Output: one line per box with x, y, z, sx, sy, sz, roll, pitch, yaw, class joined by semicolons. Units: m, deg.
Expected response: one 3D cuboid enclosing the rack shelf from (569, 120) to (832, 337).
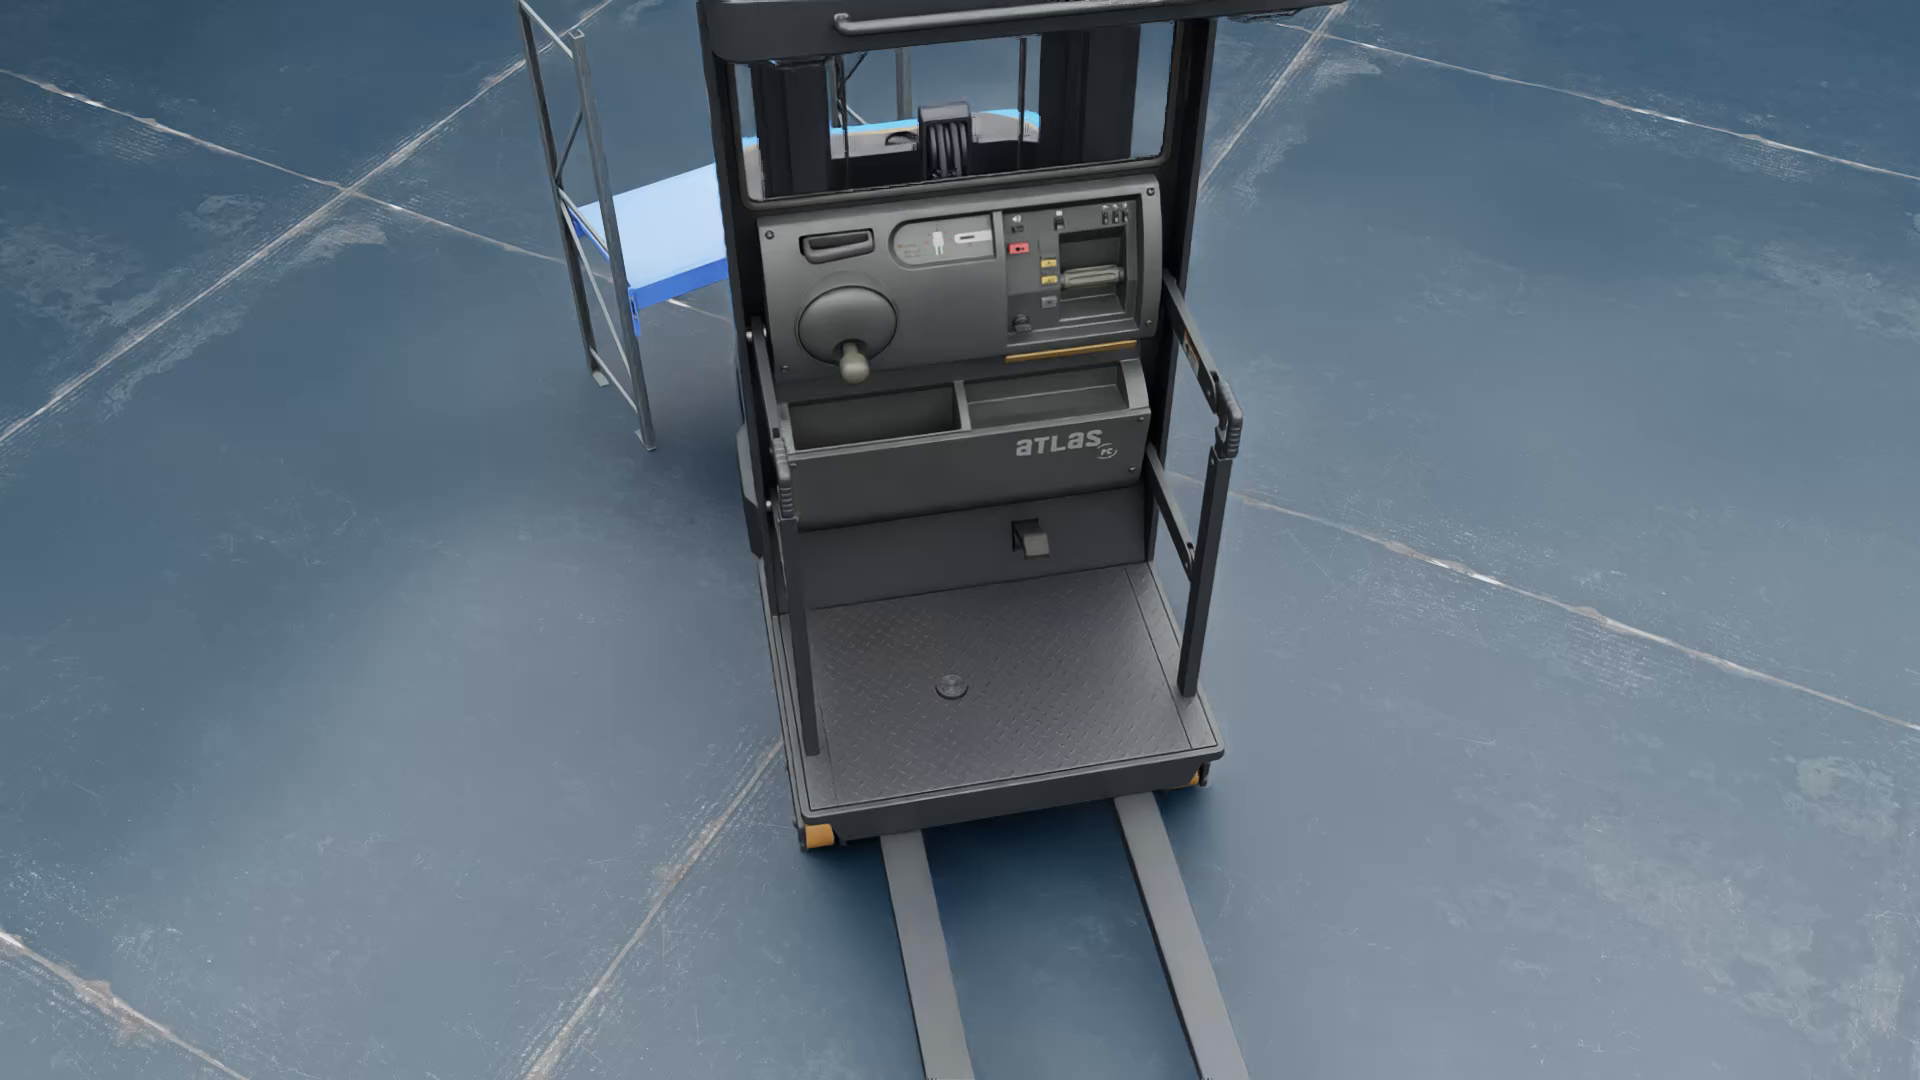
-0.728;-1.044;5.480;1.000;0.185;0.538;-24;50;-22;rack shelf

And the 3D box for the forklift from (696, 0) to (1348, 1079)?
0.055;-0.503;3.687;1.130;2.935;3.031;-8;46;-8;forklift

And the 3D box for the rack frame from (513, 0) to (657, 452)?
-1.158;-0.977;5.161;0.032;1.500;0.500;-24;50;-22;rack frame

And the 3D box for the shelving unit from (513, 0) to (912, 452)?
-0.728;-1.170;5.352;1.048;1.500;0.538;-24;50;-22;shelving unit

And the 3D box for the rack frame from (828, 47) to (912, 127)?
-0.298;-1.363;5.542;0.032;1.500;0.500;-24;50;-22;rack frame
